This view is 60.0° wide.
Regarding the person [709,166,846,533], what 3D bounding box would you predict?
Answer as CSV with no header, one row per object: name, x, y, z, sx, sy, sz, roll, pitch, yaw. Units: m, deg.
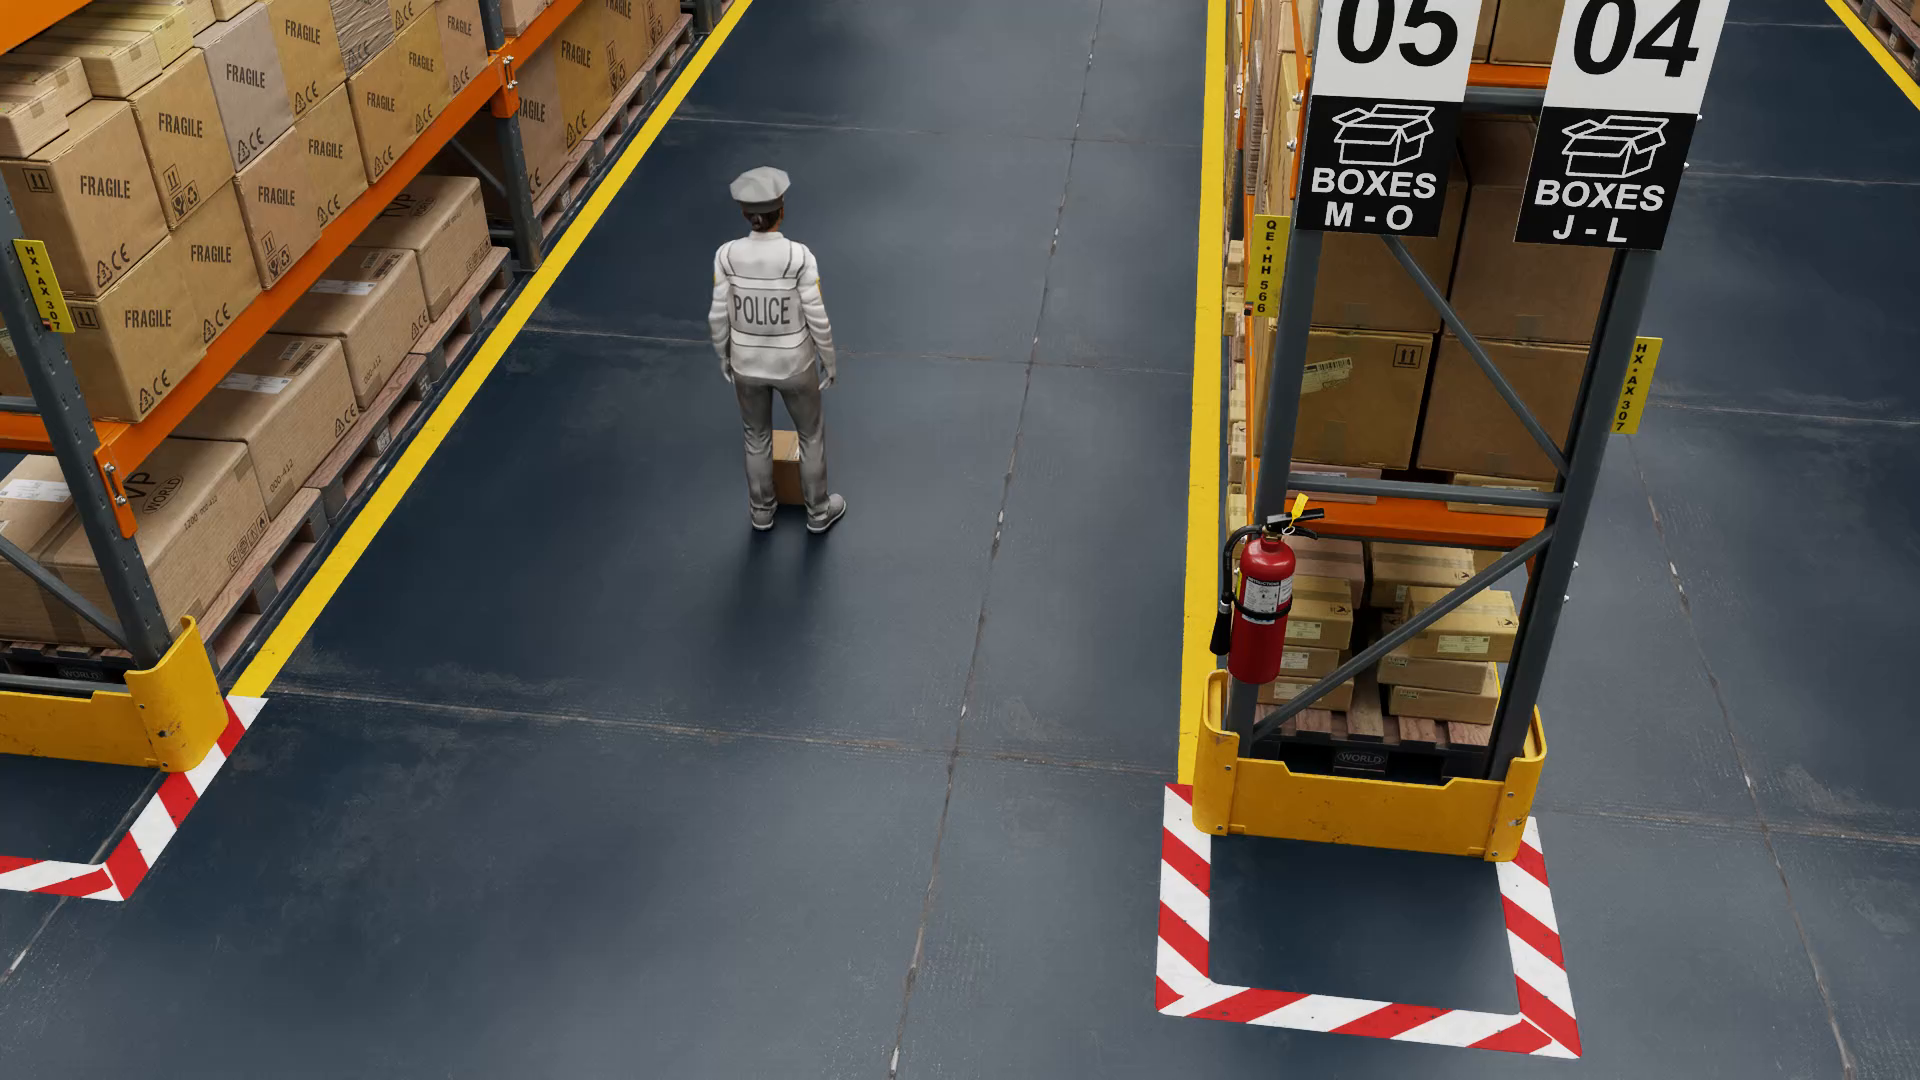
person,-0.798,-0.766,7.185,0.529,1.664,0.371,5,37,6
